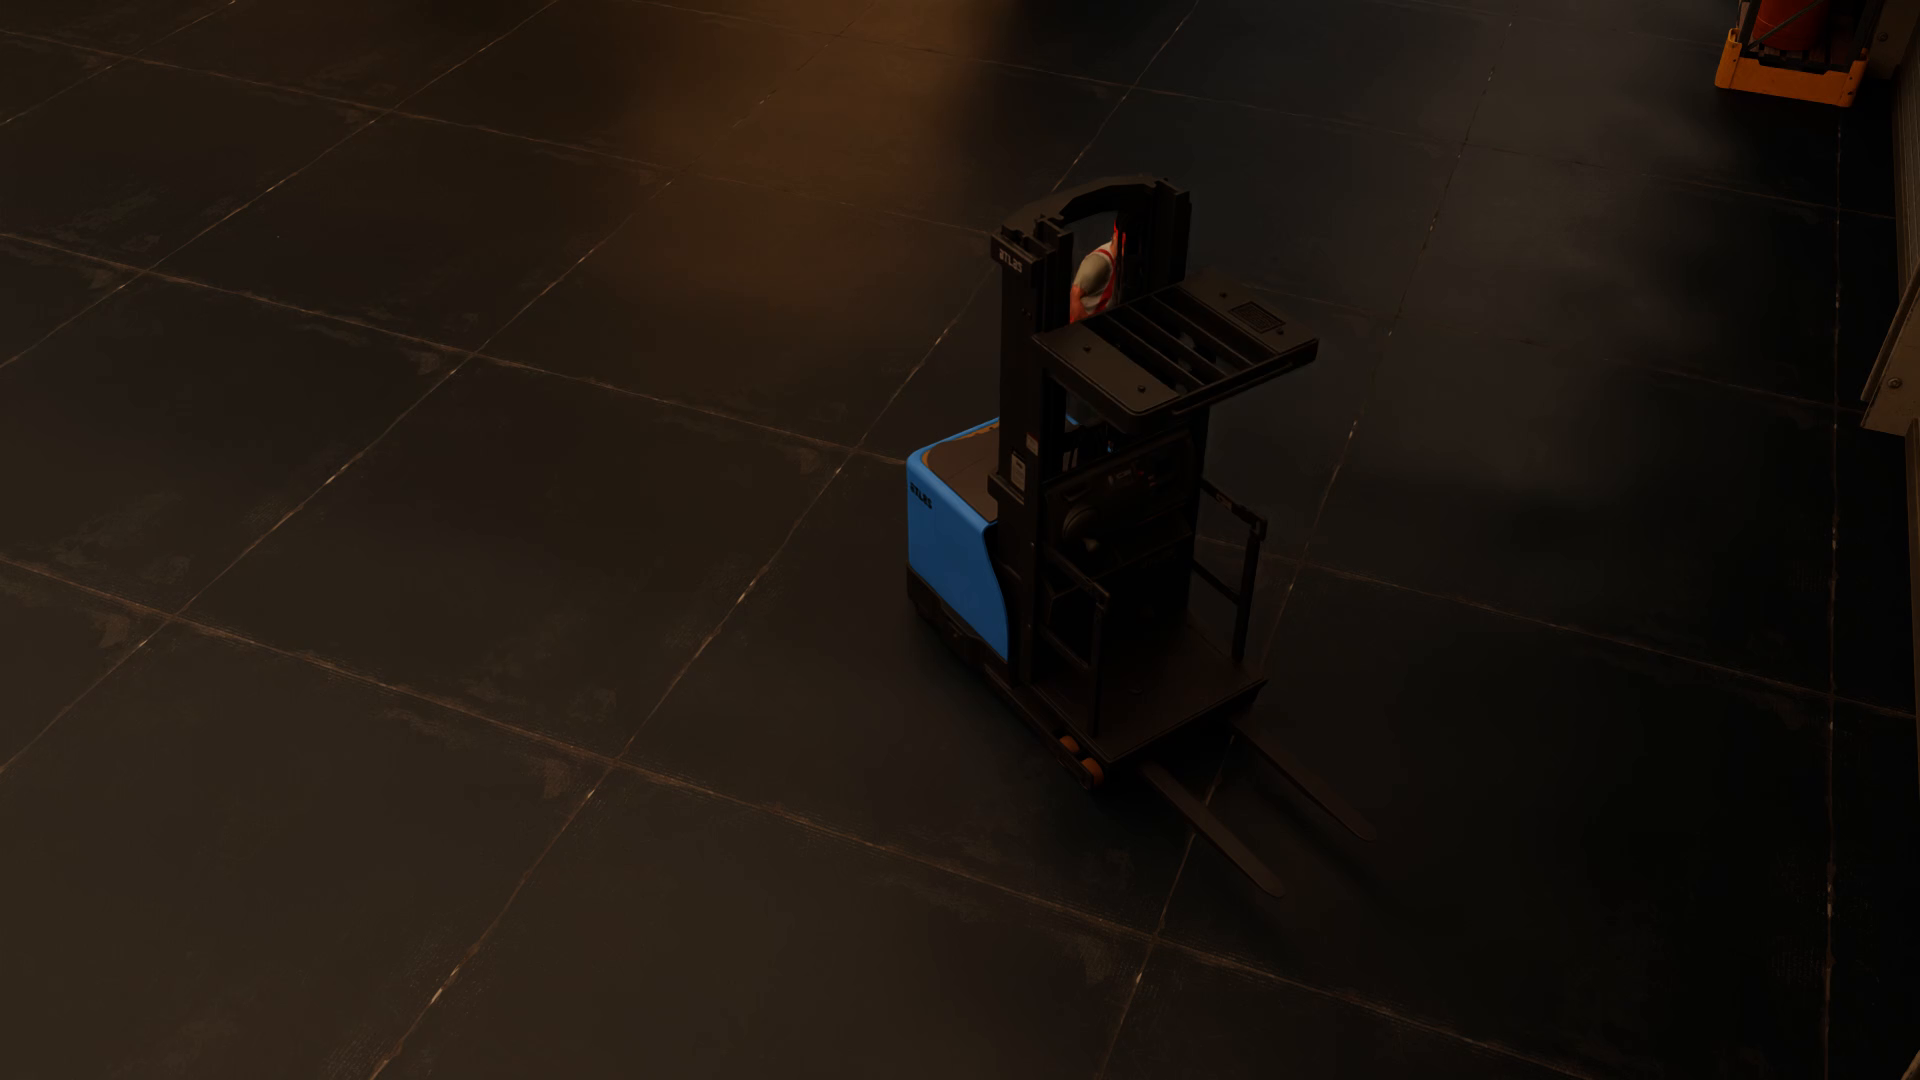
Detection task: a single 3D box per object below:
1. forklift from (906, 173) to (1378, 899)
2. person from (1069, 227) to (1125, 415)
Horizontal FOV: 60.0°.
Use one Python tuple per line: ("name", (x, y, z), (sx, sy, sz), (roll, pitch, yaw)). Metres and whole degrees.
("forklift", (0.933, -0.169, 8.209), (1.130, 2.935, 3.031), (-24, 45, -26))
("person", (1.005, -1.394, 10.813), (0.678, 1.539, 0.833), (10, 41, 11))
